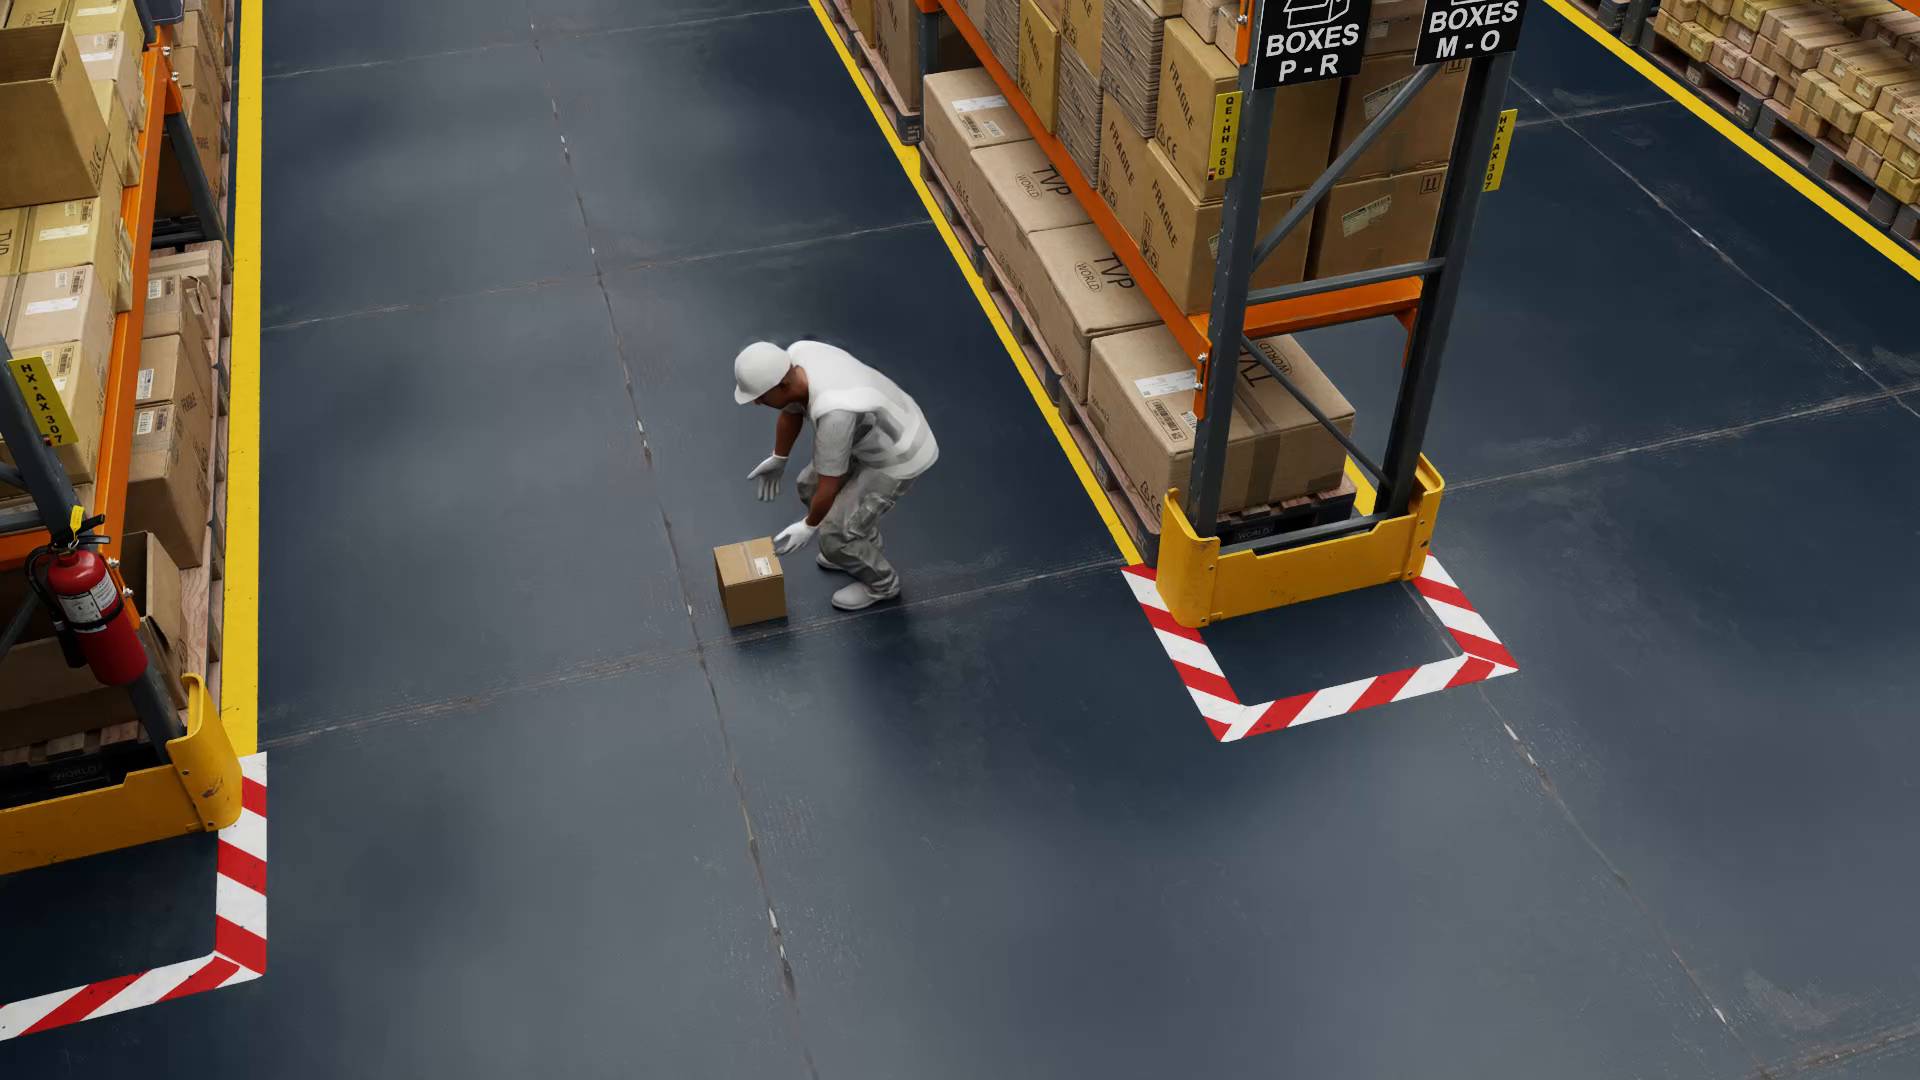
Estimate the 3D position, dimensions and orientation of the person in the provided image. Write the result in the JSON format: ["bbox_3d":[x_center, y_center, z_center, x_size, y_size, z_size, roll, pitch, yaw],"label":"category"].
[{"bbox_3d":[-0.485,-0.292,6.797,0.803,1.349,0.612,-12,43,-13],"label":"person"}]
